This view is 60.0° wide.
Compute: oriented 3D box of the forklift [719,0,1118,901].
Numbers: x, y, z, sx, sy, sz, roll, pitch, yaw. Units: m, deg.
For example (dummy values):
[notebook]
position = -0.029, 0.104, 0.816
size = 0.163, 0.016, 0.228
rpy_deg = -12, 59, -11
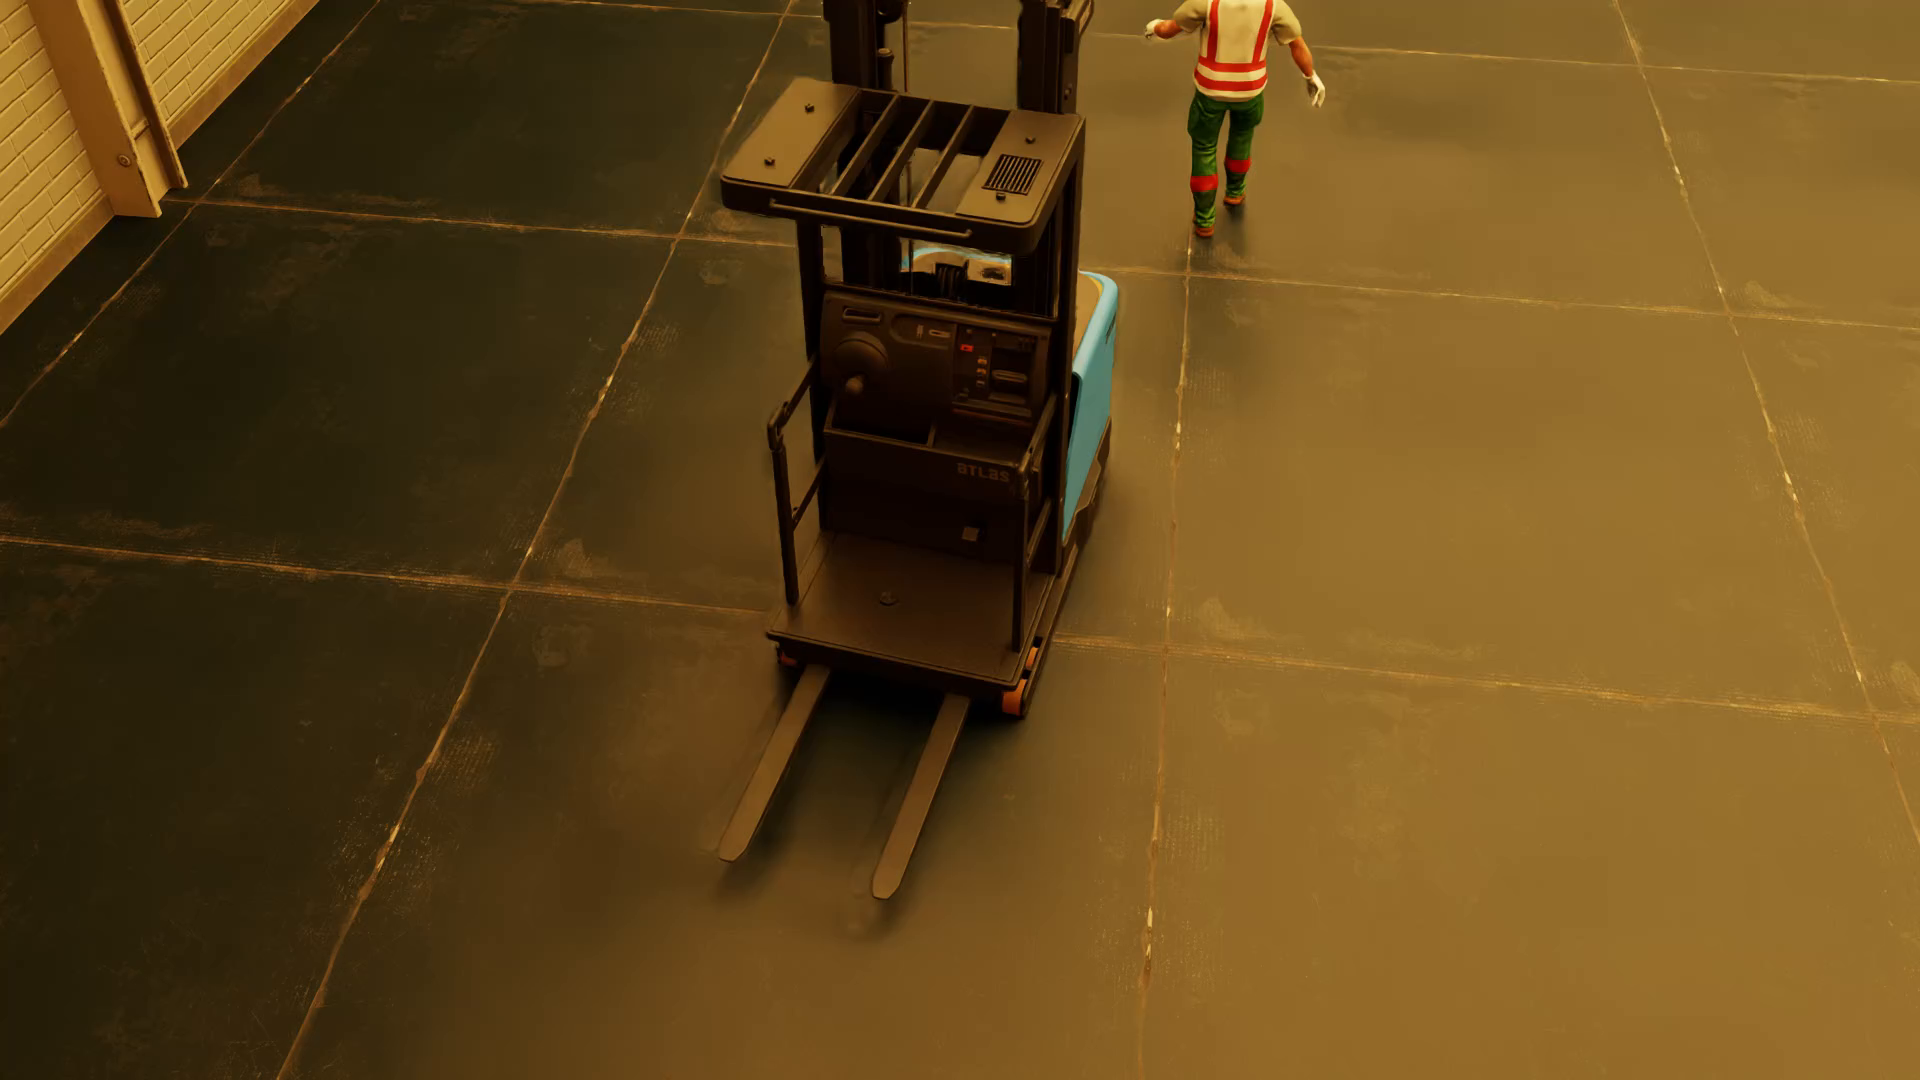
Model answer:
[forklift]
position = -0.164, -0.635, 6.416
size = 1.130, 2.935, 3.031
rpy_deg = 11, 44, 12

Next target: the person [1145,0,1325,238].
[person]
position = 1.555, -2.624, 9.478
size = 1.026, 1.795, 0.648
rpy_deg = 3, 43, 3
